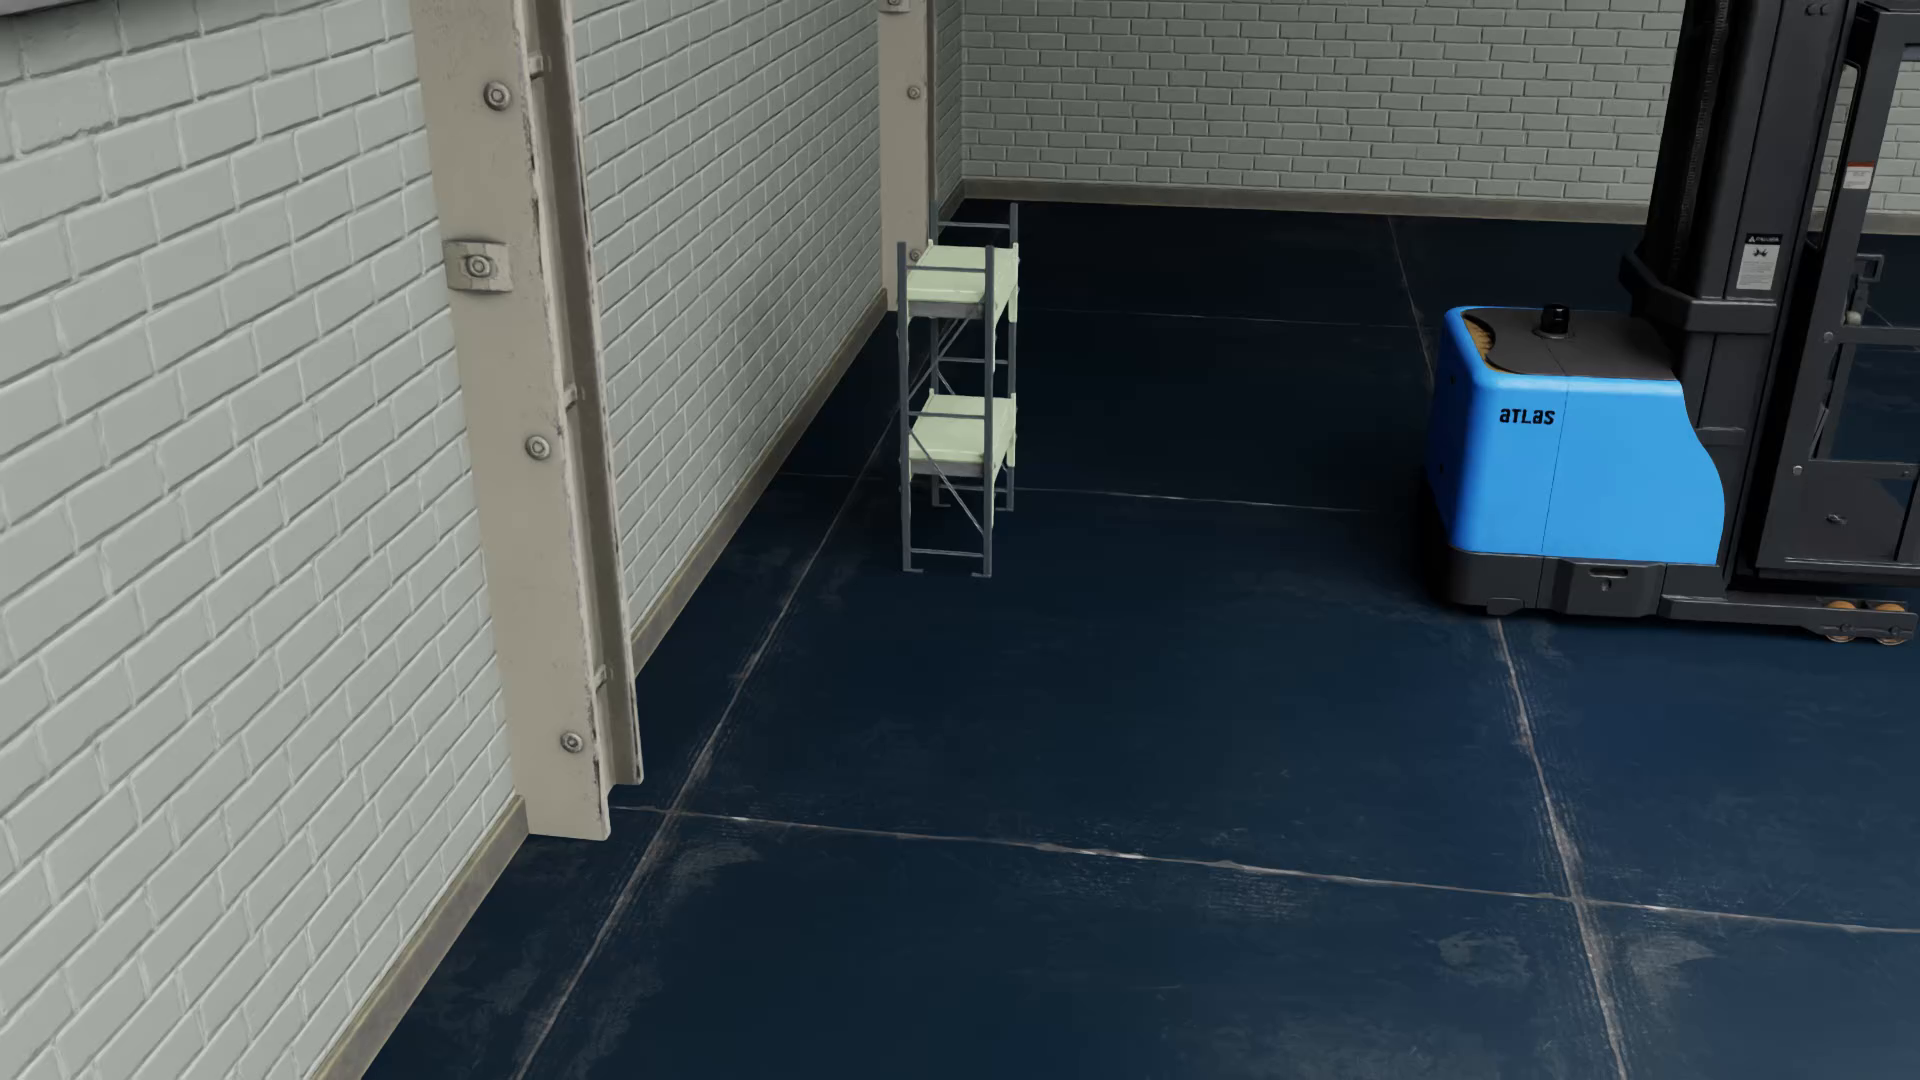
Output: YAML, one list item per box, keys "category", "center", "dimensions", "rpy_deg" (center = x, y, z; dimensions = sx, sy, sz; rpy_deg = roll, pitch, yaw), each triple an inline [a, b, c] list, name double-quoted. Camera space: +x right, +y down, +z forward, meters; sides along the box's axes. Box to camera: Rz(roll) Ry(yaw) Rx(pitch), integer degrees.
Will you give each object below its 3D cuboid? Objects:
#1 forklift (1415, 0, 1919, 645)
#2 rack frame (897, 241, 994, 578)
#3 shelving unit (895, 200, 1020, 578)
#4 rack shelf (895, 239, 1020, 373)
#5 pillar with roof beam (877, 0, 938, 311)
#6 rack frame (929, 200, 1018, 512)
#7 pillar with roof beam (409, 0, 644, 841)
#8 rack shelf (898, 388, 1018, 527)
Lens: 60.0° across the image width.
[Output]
- category: "forklift"
  center: [3.602, -1.136, 6.719]
  dimensions: [3.031, 2.935, 1.130]
  rpy_deg: [3, 25, 6]
- category: "rack frame"
  center: [-0.059, -0.529, 7.111]
  dimensions: [0.400, 1.500, 0.023]
  rpy_deg: [4, 25, 9]
- category: "shelving unit"
  center: [0.001, -0.682, 7.438]
  dimensions: [0.431, 1.500, 0.755]
  rpy_deg: [4, 25, 9]
- category: "rack shelf"
  center: [0.001, -1.036, 7.273]
  dimensions: [0.431, 0.370, 0.720]
  rpy_deg: [4, 25, 9]
- category: "pillar with roof beam"
  center: [3.917, -5.369, 8.606]
  dimensions: [9.100, 9.000, 0.400]
  rpy_deg: [4, 25, 9]
- category: "rack frame"
  center: [0.061, -0.835, 7.765]
  dimensions: [0.400, 1.500, 0.023]
  rpy_deg: [4, 25, 9]
- category: "pillar with roof beam"
  center: [2.936, -2.860, 3.245]
  dimensions: [9.100, 9.000, 0.400]
  rpy_deg: [4, 25, 9]
- category: "rack shelf"
  center: [0.001, -0.387, 7.576]
  dimensions: [0.431, 0.370, 0.720]
  rpy_deg: [4, 25, 9]
